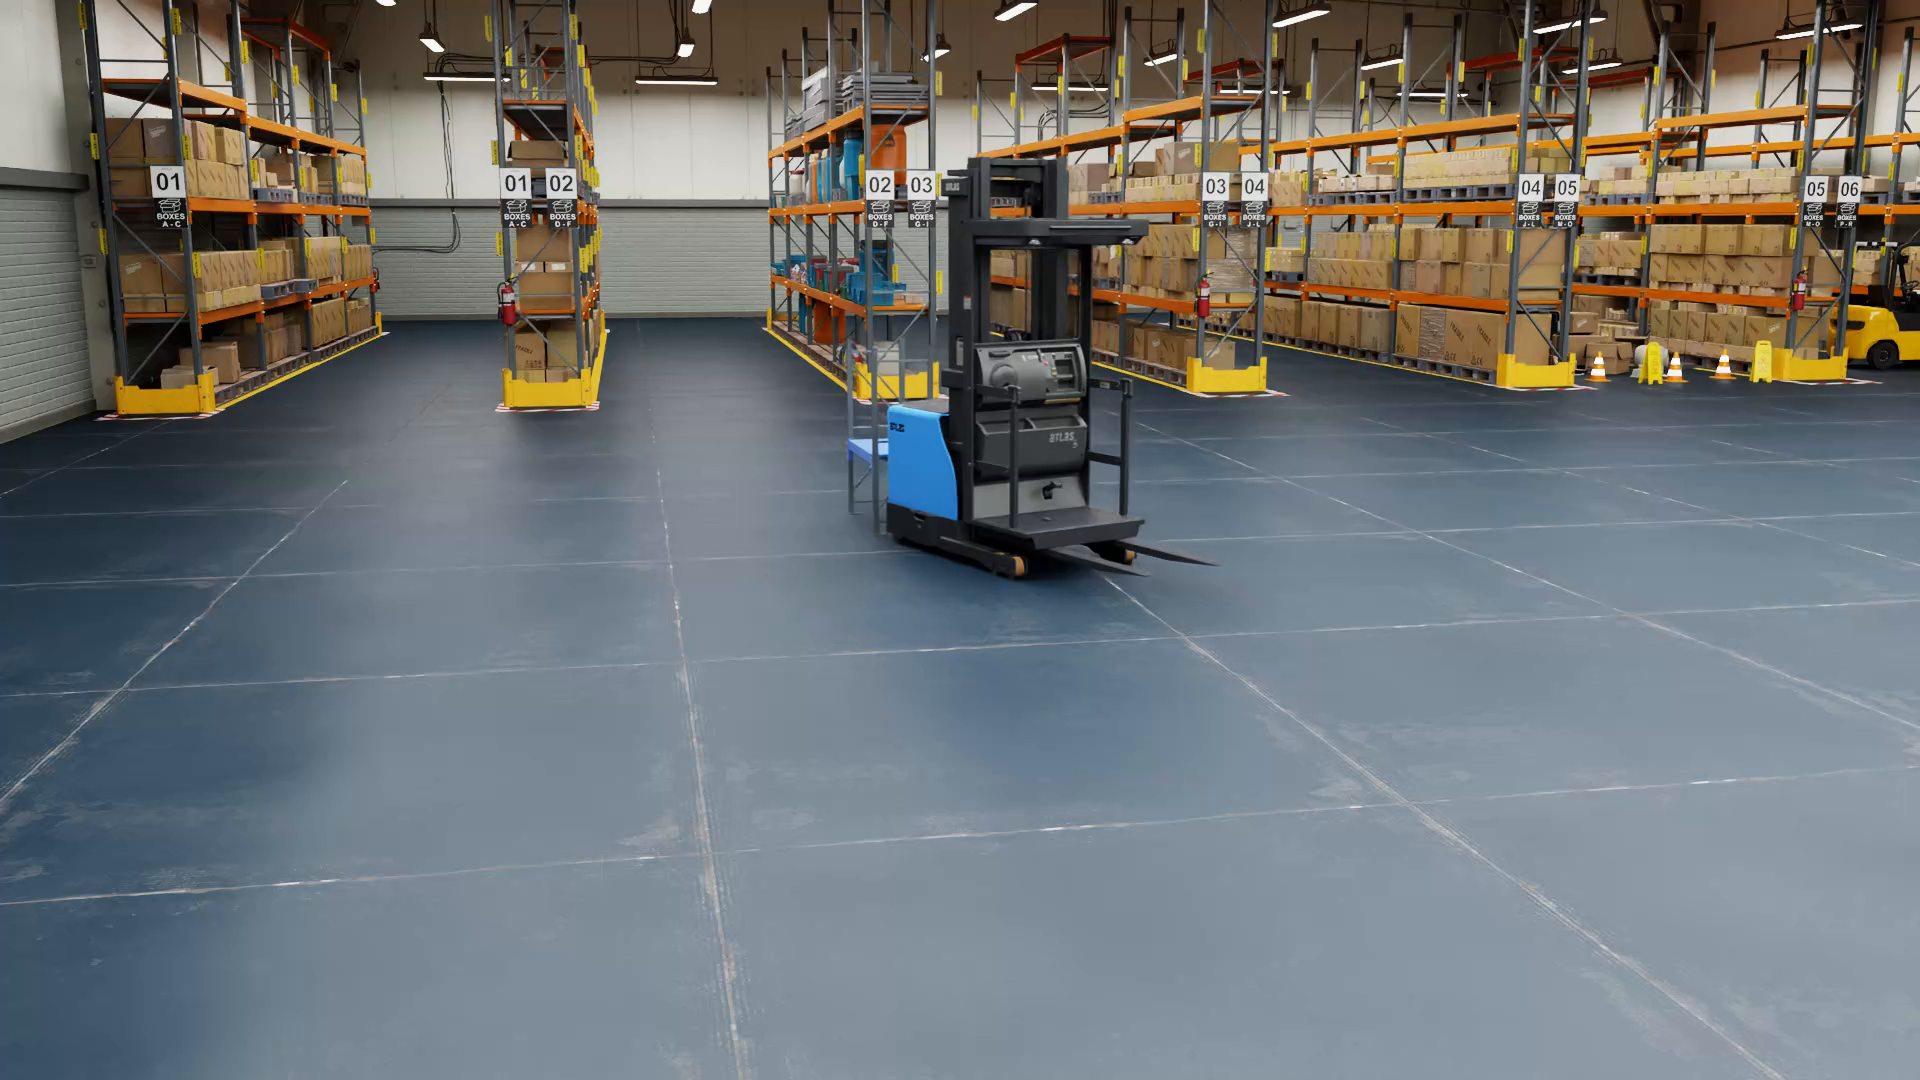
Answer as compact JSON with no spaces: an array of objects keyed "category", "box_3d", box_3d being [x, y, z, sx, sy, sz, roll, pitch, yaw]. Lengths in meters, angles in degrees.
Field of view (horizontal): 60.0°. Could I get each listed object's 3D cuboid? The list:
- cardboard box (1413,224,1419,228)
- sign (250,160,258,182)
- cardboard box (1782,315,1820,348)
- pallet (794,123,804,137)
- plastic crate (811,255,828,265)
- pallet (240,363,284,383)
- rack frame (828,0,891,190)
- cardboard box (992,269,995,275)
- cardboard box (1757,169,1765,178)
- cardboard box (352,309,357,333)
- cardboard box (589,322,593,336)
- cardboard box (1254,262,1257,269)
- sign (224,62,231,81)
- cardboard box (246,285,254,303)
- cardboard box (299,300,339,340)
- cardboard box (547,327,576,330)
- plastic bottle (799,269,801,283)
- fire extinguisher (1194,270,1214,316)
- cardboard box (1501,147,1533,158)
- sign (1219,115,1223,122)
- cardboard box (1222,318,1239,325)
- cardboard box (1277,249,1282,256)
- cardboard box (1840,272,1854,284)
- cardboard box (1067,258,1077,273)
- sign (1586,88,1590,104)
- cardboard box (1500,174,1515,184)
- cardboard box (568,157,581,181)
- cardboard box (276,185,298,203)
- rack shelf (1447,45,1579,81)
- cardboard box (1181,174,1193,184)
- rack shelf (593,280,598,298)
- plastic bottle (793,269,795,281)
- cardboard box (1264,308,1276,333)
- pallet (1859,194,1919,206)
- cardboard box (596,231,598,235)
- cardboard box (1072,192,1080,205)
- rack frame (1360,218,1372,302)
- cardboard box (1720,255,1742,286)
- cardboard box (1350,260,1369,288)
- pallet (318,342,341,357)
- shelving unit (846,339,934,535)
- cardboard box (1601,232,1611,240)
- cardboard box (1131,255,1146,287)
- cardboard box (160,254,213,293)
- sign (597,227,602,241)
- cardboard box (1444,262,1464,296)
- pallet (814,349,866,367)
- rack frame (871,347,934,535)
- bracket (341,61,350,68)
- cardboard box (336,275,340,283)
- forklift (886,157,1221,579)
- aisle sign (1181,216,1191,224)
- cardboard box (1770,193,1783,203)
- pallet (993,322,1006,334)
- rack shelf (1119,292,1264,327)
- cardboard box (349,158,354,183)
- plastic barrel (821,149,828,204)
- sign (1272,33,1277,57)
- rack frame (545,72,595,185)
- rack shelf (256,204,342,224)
[{"category":"cardboard box","box_3d":[10.896,-7.361,39.174,0.380,0.149,0.250,-2,11,-11]},{"category":"sign","box_3d":[-10.807,-5.649,25.451,0.100,0.325,0.005,-2,11,-11]},{"category":"cardboard box","box_3d":[13.846,-3.454,27.547,0.500,0.500,0.500,-3,11,-13]},{"category":"pallet","box_3d":[-2.508,-7.786,31.611,1.213,0.211,1.003,-2,11,-11]},{"category":"plastic crate","box_3d":[-3.104,-5.962,36.167,0.402,0.464,0.583,-2,11,-11]},{"category":"pallet","box_3d":[-11.491,-2.674,26.679,1.003,0.211,1.213,-2,11,-11]},{"category":"rack frame","box_3d":[-1.620,-7.208,27.001,1.000,3.000,0.127,-2,11,-11]},{"category":"cardboard box","box_3d":[0.950,-6.159,38.207,0.380,0.149,0.250,-2,11,-12]},{"category":"cardboard box","box_3d":[13.303,-6.004,27.237,0.380,0.149,0.250,-2,11,-11]},{"category":"cardboard box","box_3d":[-13.033,-4.580,34.797,0.700,0.500,0.500,-2,11,-12]},{"category":"cardboard box","box_3d":[-6.711,-3.671,29.194,0.500,0.311,0.500,-2,11,-11]},{"category":"cardboard box","box_3d":[6.452,-5.825,35.326,0.380,0.149,0.250,-2,11,-12]},{"category":"sign","box_3d":[-12.660,-8.097,28.750,0.100,0.325,0.005,-2,11,-11]},{"category":"cardboard box","box_3d":[-10.860,-3.669,24.801,0.500,0.250,0.500,-2,11,-11]},{"category":"cardboard box","box_3d":[-12.464,-4.241,32.082,0.750,0.750,0.750,-2,11,-9]},{"category":"cardboard box","box_3d":[-5.797,-2.861,24.432,0.500,0.500,0.500,-2,11,-11]},{"category":"plastic bottle","box_3d":[-3.179,-5.264,33.143,0.061,0.283,0.133,-2,11,-11]},{"category":"fire extinguisher","box_3d":[3.587,-3.632,24.462,0.296,0.674,0.183,-2,11,-11]},{"category":"cardboard box","box_3d":[8.503,-5.916,25.383,0.380,0.149,0.250,-2,11,-10]},{"category":"sign","box_3d":[6.338,-10.304,40.345,0.100,0.325,0.005,-2,11,-11]},{"category":"cardboard box","box_3d":[6.157,-4.936,37.607,0.380,0.149,0.250,-2,11,-10]},{"category":"cardboard box","box_3d":[6.703,-5.879,34.021,0.380,0.149,0.250,-2,11,-9]},{"category":"cardboard box","box_3d":[17.369,-5.084,32.286,0.500,0.250,0.500,-2,11,-11]},{"category":"cardboard box","box_3d":[2.121,-5.305,32.781,0.500,0.500,0.500,-2,11,-9]},{"category":"sign","box_3d":[12.711,-9.002,33.713,0.100,0.325,0.005,-2,11,-11]},{"category":"cardboard box","box_3d":[8.504,-5.524,25.454,0.380,0.149,0.250,-2,11,-11]},{"category":"cardboard box","box_3d":[-5.756,-5.460,24.075,0.500,0.500,0.500,-2,11,-11]},{"category":"cardboard box","box_3d":[-11.711,-5.952,28.607,0.500,0.311,0.500,-2,11,-11]},{"category":"rack shelf","box_3d":[11.792,-10.128,35.378,1.077,0.370,4.000,-2,11,-11]},{"category":"cardboard box","box_3d":[3.560,-5.441,25.073,0.380,0.149,0.250,-3,11,-13]},{"category":"rack shelf","box_3d":[-7.647,-4.829,32.468,1.077,0.370,4.000,-2,11,-11]},{"category":"plastic bottle","box_3d":[-3.393,-5.477,34.294,0.097,0.271,0.097,0,11,0]},{"category":"cardboard box","box_3d":[6.745,-4.618,34.999,0.500,0.500,0.500,-3,11,-14]},{"category":"pallet","box_3d":[17.643,-6.524,31.938,0.805,0.209,1.217,-3,11,-13]},{"category":"cardboard box","box_3d":[-8.153,-6.469,36.222,0.500,0.500,0.500,-2,11,-9]},{"category":"cardboard box","box_3d":[2.401,-6.385,31.100,0.500,0.250,0.500,-2,11,-10]},{"category":"rack frame","box_3d":[10.625,-7.002,41.964,1.000,3.000,0.127,-2,11,-11]},{"category":"cardboard box","box_3d":[13.174,-4.537,27.946,0.500,0.500,0.500,-2,11,-11]},{"category":"cardboard box","box_3d":[7.563,-4.923,30.774,0.500,0.500,0.500,-2,11,-10]},{"category":"pallet","box_3d":[-12.429,-3.635,31.731,1.003,0.211,1.213,-2,11,-11]},{"category":"shelving unit","box_3d":[-0.588,-0.880,13.811,0.538,1.500,1.048,-3,11,-15]},{"category":"cardboard box","box_3d":[12.425,-5.774,31.587,0.380,0.149,0.250,-3,11,-13]},{"category":"cardboard box","box_3d":[3.328,-4.459,27.537,0.875,0.500,0.500,-2,11,-11]},{"category":"cardboard box","box_3d":[-10.358,-3.570,22.274,0.500,0.500,0.500,-2,11,-11]},{"category":"sign","box_3d":[-8.265,-7.023,38.131,0.100,0.325,0.005,-2,11,-11]},{"category":"cardboard box","box_3d":[8.527,-4.313,27.431,0.875,0.550,0.500,-2,11,-11]},{"category":"pallet","box_3d":[-2.052,-3.258,29.749,1.003,0.211,1.213,-2,11,-11]},{"category":"rack frame","box_3d":[-0.457,-0.789,13.328,0.500,1.500,0.032,-3,11,-15]},{"category":"bracket","box_3d":[-15.124,-11.696,40.953,0.076,0.066,3.189,-2,11,-11]},{"category":"cardboard box","box_3d":[-12.478,-5.157,32.889,0.380,0.149,0.250,-2,11,-10]},{"category":"forklift","box_3d":[0.645,-1.262,11.991,1.130,2.935,3.031,-7,13,-33]},{"category":"aisle sign","box_3d":[5.481,-8.083,40.691,0.394,0.787,0.004,-2,11,-11]},{"category":"cardboard box","box_3d":[13.313,-5.518,26.814,0.380,0.149,0.250,-2,11,-11]},{"category":"pallet","box_3d":[1.371,-4.905,38.403,1.003,0.211,1.213,-2,11,-11]},{"category":"rack shelf","box_3d":[3.627,-3.721,26.648,1.077,0.370,4.000,-2,11,-11]},{"category":"cardboard box","box_3d":[-12.965,-7.717,34.702,0.500,0.500,0.500,-2,11,-11]},{"category":"plastic barrel","box_3d":[-2.059,-6.186,28.313,0.600,0.901,0.600,0,11,0]},{"category":"sign","box_3d":[4.549,-7.172,24.101,0.100,0.325,0.005,-2,11,-11]},{"category":"rack frame","box_3d":[-8.813,-9.230,37.621,1.000,3.000,0.127,-2,11,-11]},{"category":"rack shelf","box_3d":[-12.505,-6.121,31.237,1.077,0.370,4.000,-2,11,-11]}]
